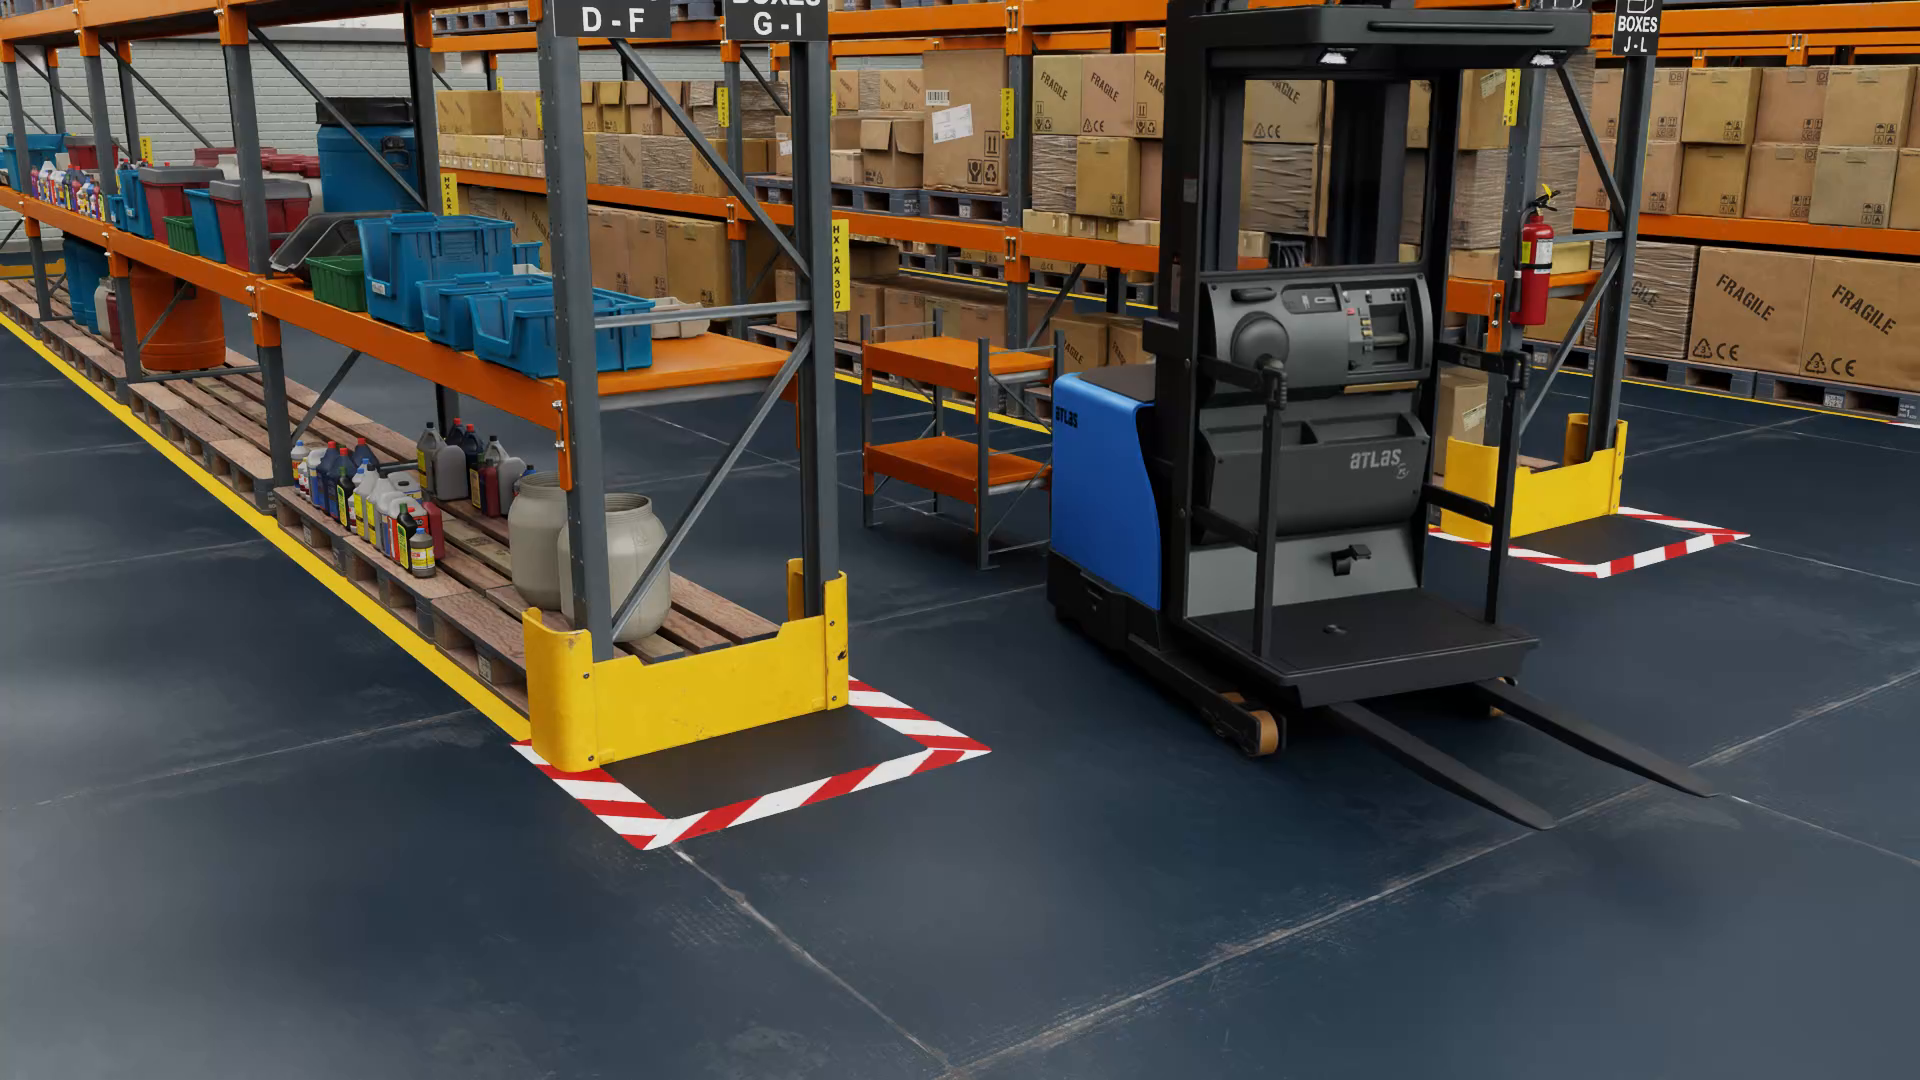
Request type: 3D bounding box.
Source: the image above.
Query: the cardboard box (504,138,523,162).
[{"bbox_3d":[-4.715,-4.330,18.437,0.500,0.250,0.500,-10,18,-33],"label":"cardboard box"}]

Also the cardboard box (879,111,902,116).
[{"bbox_3d":[-0.683,-5.206,21.163,0.500,0.500,0.500,-11,19,-36],"label":"cardboard box"}]

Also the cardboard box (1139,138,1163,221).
[{"bbox_3d":[1.622,-2.270,10.435,0.875,0.500,0.500,-11,19,-35],"label":"cardboard box"}]

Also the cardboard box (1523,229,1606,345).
[{"bbox_3d":[5.151,-2.168,14.045,0.875,0.875,0.875,-11,19,-34],"label":"cardboard box"}]

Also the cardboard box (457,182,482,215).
[{"bbox_3d":[-5.848,-4.003,20.750,0.875,0.875,0.875,-11,19,-35],"label":"cardboard box"}]

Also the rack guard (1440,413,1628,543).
[{"bbox_3d":[3.074,-0.344,8.885,1.175,0.500,0.348,-11,19,-35],"label":"rack guard"}]

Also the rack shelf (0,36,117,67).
[{"bbox_3d":[-9.119,-4.854,16.309,1.077,0.370,4.000,-11,19,-35],"label":"rack shelf"}]

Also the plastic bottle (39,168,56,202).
[{"bbox_3d":[-7.764,-3.031,14.203,0.152,0.276,0.135,-11,19,-35],"label":"plastic bottle"}]

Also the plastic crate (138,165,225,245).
[{"bbox_3d":[-4.889,-2.111,10.486,0.402,0.464,0.583,-11,19,-35],"label":"plastic crate"}]

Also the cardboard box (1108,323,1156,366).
[{"bbox_3d":[1.312,-1.172,11.114,0.500,0.500,0.500,-5,16,-17],"label":"cardboard box"}]

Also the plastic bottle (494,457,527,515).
[{"bbox_3d":[-2.233,-0.279,8.240,0.152,0.276,0.135,-10,18,-34],"label":"plastic bottle"}]

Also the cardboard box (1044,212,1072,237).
[{"bbox_3d":[0.786,-2.118,11.109,0.380,0.149,0.250,-11,19,-35],"label":"cardboard box"}]

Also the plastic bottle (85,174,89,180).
[{"bbox_3d":[-7.022,-2.811,13.410,0.097,0.271,0.097,0,15,0],"label":"plastic bottle"}]

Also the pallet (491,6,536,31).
[{"bbox_3d":[-4.410,-5.676,18.118,1.003,0.211,1.213,-11,19,-35],"label":"pallet"}]

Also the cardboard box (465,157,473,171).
[{"bbox_3d":[-5.589,-4.427,19.546,0.380,0.149,0.250,-11,19,-35],"label":"cardboard box"}]

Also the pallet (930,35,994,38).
[{"bbox_3d":[0.411,-6.052,19.679,1.213,0.211,1.003,-11,19,-35],"label":"pallet"}]

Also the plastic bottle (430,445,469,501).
[{"bbox_3d":[-2.620,-0.355,8.517,0.152,0.276,0.135,-11,19,-35],"label":"plastic bottle"}]

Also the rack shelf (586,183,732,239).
[{"bbox_3d":[-2.761,-3.322,16.393,1.077,0.370,4.000,-11,19,-35],"label":"rack shelf"}]

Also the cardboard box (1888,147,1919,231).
[{"bbox_3d":[6.935,-2.426,11.474,0.875,0.550,0.550,-11,19,-35],"label":"cardboard box"}]

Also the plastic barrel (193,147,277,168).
[{"bbox_3d":[-5.074,-2.486,11.720,0.600,0.536,0.708,-11,19,-35],"label":"plastic barrel"}]

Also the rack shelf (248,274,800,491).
[{"bbox_3d":[-2.064,-0.845,7.342,1.077,0.370,4.000,-11,19,-35],"label":"rack shelf"}]

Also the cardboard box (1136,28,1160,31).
[{"bbox_3d":[1.945,-5.567,17.364,0.500,0.500,0.500,-11,19,-35],"label":"cardboard box"}]

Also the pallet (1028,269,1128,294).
[{"bbox_3d":[1.315,-3.072,19.401,1.003,0.211,1.213,-11,19,-35],"label":"pallet"}]

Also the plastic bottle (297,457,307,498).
[{"bbox_3d":[-3.347,-0.323,8.543,0.097,0.201,0.097,0,15,0],"label":"plastic bottle"}]

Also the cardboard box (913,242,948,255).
[{"bbox_3d":[-0.372,-3.702,21.026,0.380,0.149,0.250,-11,19,-34],"label":"cardboard box"}]

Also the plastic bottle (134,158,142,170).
[{"bbox_3d":[-7.138,-3.158,14.524,0.144,0.351,0.185,-11,19,-35],"label":"plastic bottle"}]

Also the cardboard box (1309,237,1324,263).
[{"bbox_3d":[2.201,-1.655,9.418,0.380,0.149,0.250,-11,19,-35],"label":"cardboard box"}]

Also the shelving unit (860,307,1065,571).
[{"bbox_3d":[-0.004,-0.544,8.433,0.538,1.125,1.048,-11,19,-35],"label":"shelving unit"}]

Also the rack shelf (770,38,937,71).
[{"bbox_3d":[-1.042,-6.371,21.852,1.077,0.370,4.000,-11,19,-35],"label":"rack shelf"}]

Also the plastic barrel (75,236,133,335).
[{"bbox_3d":[-7.221,-2.247,14.284,0.600,0.901,0.708,-11,19,-35],"label":"plastic barrel"}]

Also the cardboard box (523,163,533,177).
[{"bbox_3d":[-4.533,-4.044,18.145,0.380,0.149,0.250,-10,18,-33],"label":"cardboard box"}]

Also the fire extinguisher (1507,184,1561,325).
[{"bbox_3d":[2.813,-1.400,8.156,0.296,0.674,0.183,-11,19,-35],"label":"fire extinguisher"}]

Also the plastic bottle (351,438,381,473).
[{"bbox_3d":[-2.984,-0.339,8.316,0.144,0.351,0.185,-11,19,-35],"label":"plastic bottle"}]

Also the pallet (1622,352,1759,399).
[{"bbox_3d":[5.943,-1.355,13.129,1.003,0.211,1.213,-11,19,-35],"label":"pallet"}]

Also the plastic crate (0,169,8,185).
[{"bbox_3d":[-9.210,-3.554,16.264,0.293,0.136,0.466,-11,19,-35],"label":"plastic crate"}]

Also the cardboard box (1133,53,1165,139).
[{"bbox_3d":[1.414,-2.712,10.157,0.500,0.500,0.500,-11,19,-35],"label":"cardboard box"}]

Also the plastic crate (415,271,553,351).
[{"bbox_3d":[-1.801,-0.893,6.437,0.499,0.251,0.408,-11,19,-35],"label":"plastic crate"}]

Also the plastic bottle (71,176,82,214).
[{"bbox_3d":[-6.847,-2.681,12.909,0.061,0.283,0.133,-11,19,-35],"label":"plastic bottle"}]

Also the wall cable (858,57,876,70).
[{"bbox_3d":[-1.607,-8.194,30.847,0.585,1.953,0.123,-11,19,-35],"label":"wall cable"}]

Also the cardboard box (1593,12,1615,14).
[{"bbox_3d":[7.351,-5.955,18.774,0.797,0.503,0.637,-11,19,-35],"label":"cardboard box"}]

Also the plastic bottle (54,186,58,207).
[{"bbox_3d":[-7.389,-2.846,13.670,0.097,0.201,0.097,0,15,0],"label":"plastic bottle"}]

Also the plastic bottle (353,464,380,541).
[{"bbox_3d":[-2.740,-0.185,7.755,0.144,0.351,0.185,-11,19,-35],"label":"plastic bottle"}]

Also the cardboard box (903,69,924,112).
[{"bbox_3d":[-0.361,-5.576,20.621,0.500,0.500,0.500,-12,19,-36],"label":"cardboard box"}]

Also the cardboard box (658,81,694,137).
[{"bbox_3d":[-2.383,-4.072,15.681,0.797,0.503,0.637,-10,18,-33],"label":"cardboard box"}]

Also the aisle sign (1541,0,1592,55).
[{"bbox_3d":[2.912,-2.727,7.934,0.394,0.787,0.004,-11,19,-35],"label":"aisle sign"}]

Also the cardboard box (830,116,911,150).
[{"bbox_3d":[-0.826,-3.280,13.891,0.700,0.500,0.500,-8,17,-26],"label":"cardboard box"}]

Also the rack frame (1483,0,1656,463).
[{"bbox_3d":[3.119,-1.533,8.496,1.000,3.000,0.127,-11,19,-35],"label":"rack frame"}]

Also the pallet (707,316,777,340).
[{"bbox_3d":[-1.988,-2.077,15.763,1.003,0.211,1.213,-11,19,-35],"label":"pallet"}]

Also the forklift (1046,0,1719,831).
[{"bbox_3d":[1.400,-0.780,5.874,1.130,2.935,3.031,-6,16,-21],"label":"forklift"}]

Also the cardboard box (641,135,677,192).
[{"bbox_3d":[-2.672,-3.574,15.764,0.500,0.500,0.500,-12,19,-36],"label":"cardboard box"}]

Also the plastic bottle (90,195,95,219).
[{"bbox_3d":[-6.420,-2.495,12.385,0.097,0.201,0.097,0,15,0],"label":"plastic bottle"}]

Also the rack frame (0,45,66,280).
[{"bbox_3d":[-10.295,-4.181,18.170,1.000,3.000,0.127,-11,19,-35],"label":"rack frame"}]

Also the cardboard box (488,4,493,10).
[{"bbox_3d":[-4.951,-6.248,18.867,0.700,0.500,0.500,-10,18,-32],"label":"cardboard box"}]

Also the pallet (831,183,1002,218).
[{"bbox_3d":[-0.388,-2.733,13.242,1.003,0.211,1.213,-11,19,-35],"label":"pallet"}]

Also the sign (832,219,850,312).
[{"bbox_3d":[-0.440,-0.982,5.959,0.100,0.325,0.005,-11,19,-35],"label":"sign"}]

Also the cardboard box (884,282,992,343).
[{"bbox_3d":[-0.171,-1.753,13.199,0.700,0.500,0.500,-13,20,-39],"label":"cardboard box"}]
